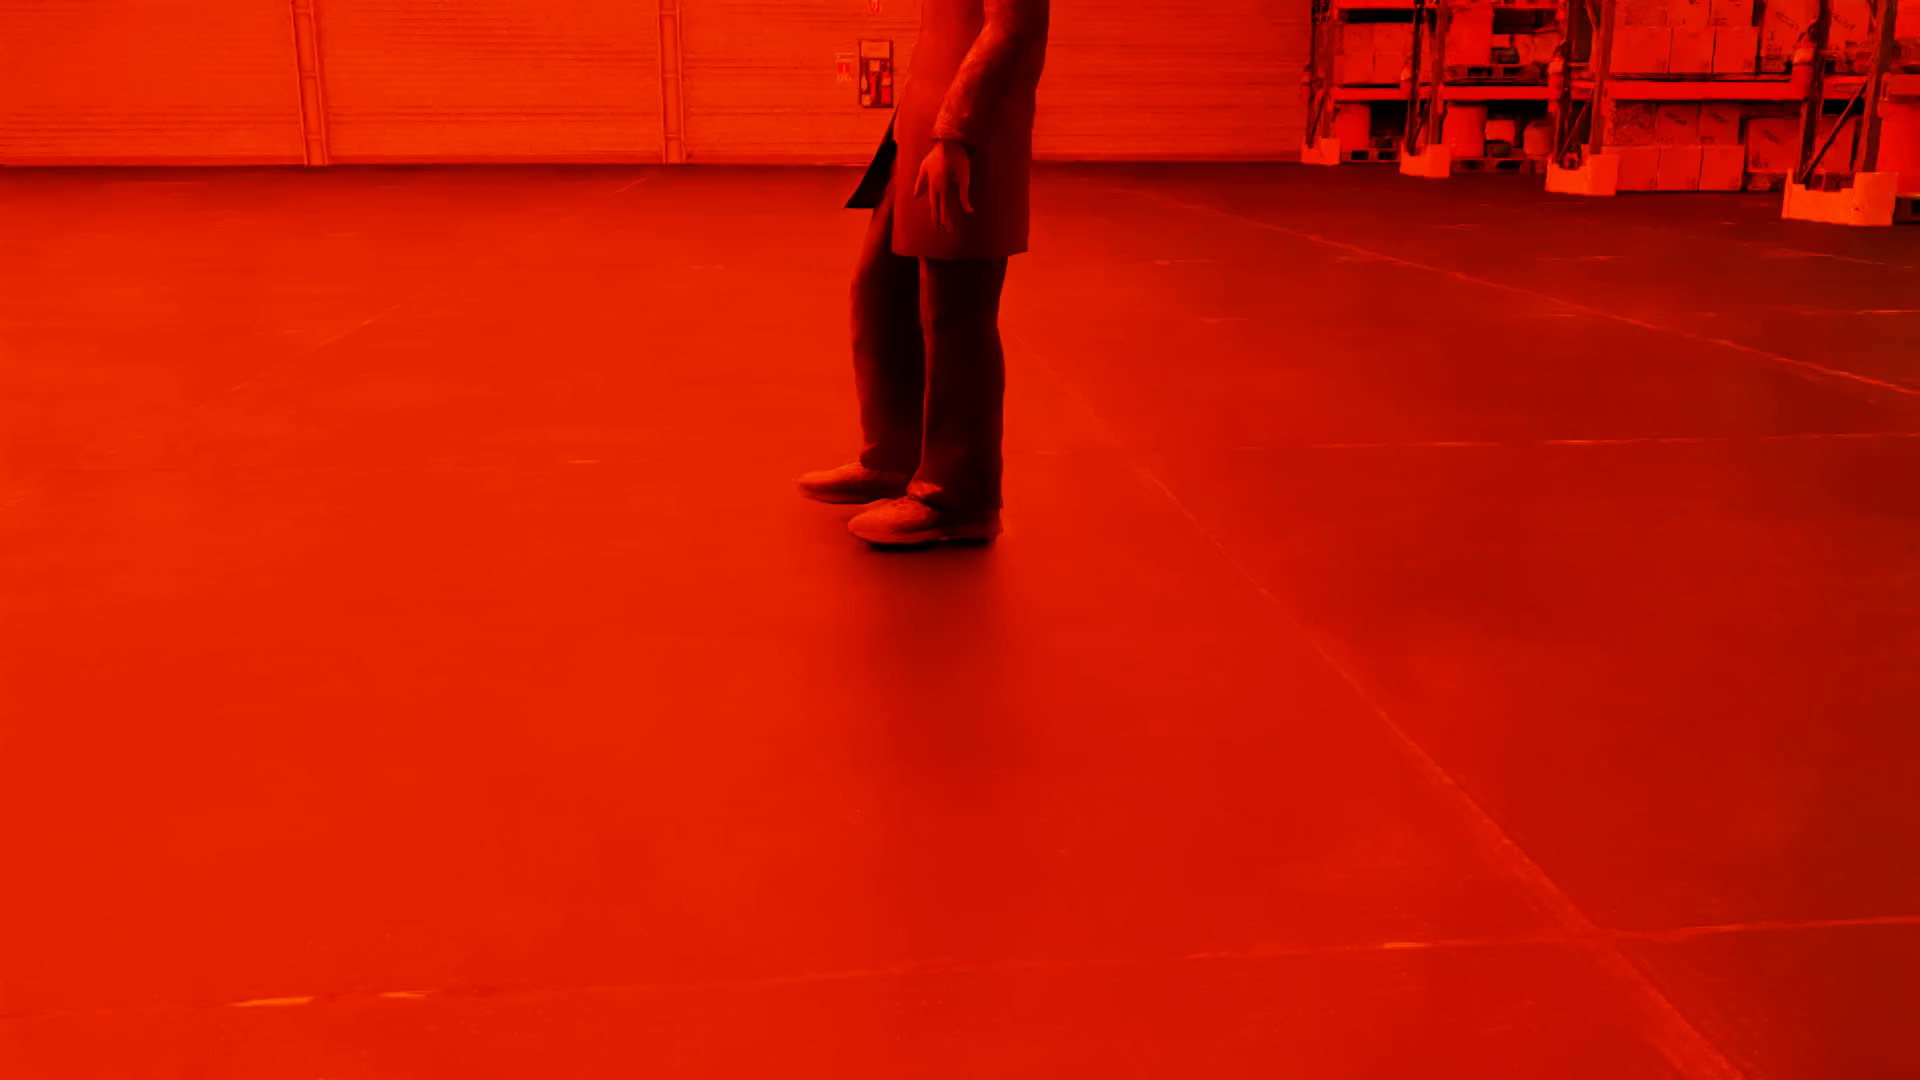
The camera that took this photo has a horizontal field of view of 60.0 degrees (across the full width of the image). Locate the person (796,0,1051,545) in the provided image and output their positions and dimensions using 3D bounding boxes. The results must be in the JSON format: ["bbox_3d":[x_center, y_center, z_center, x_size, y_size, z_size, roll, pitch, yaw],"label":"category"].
[{"bbox_3d":[-0.090,-0.867,3.703,0.586,1.774,0.694,-1,15,-5],"label":"person"}]
